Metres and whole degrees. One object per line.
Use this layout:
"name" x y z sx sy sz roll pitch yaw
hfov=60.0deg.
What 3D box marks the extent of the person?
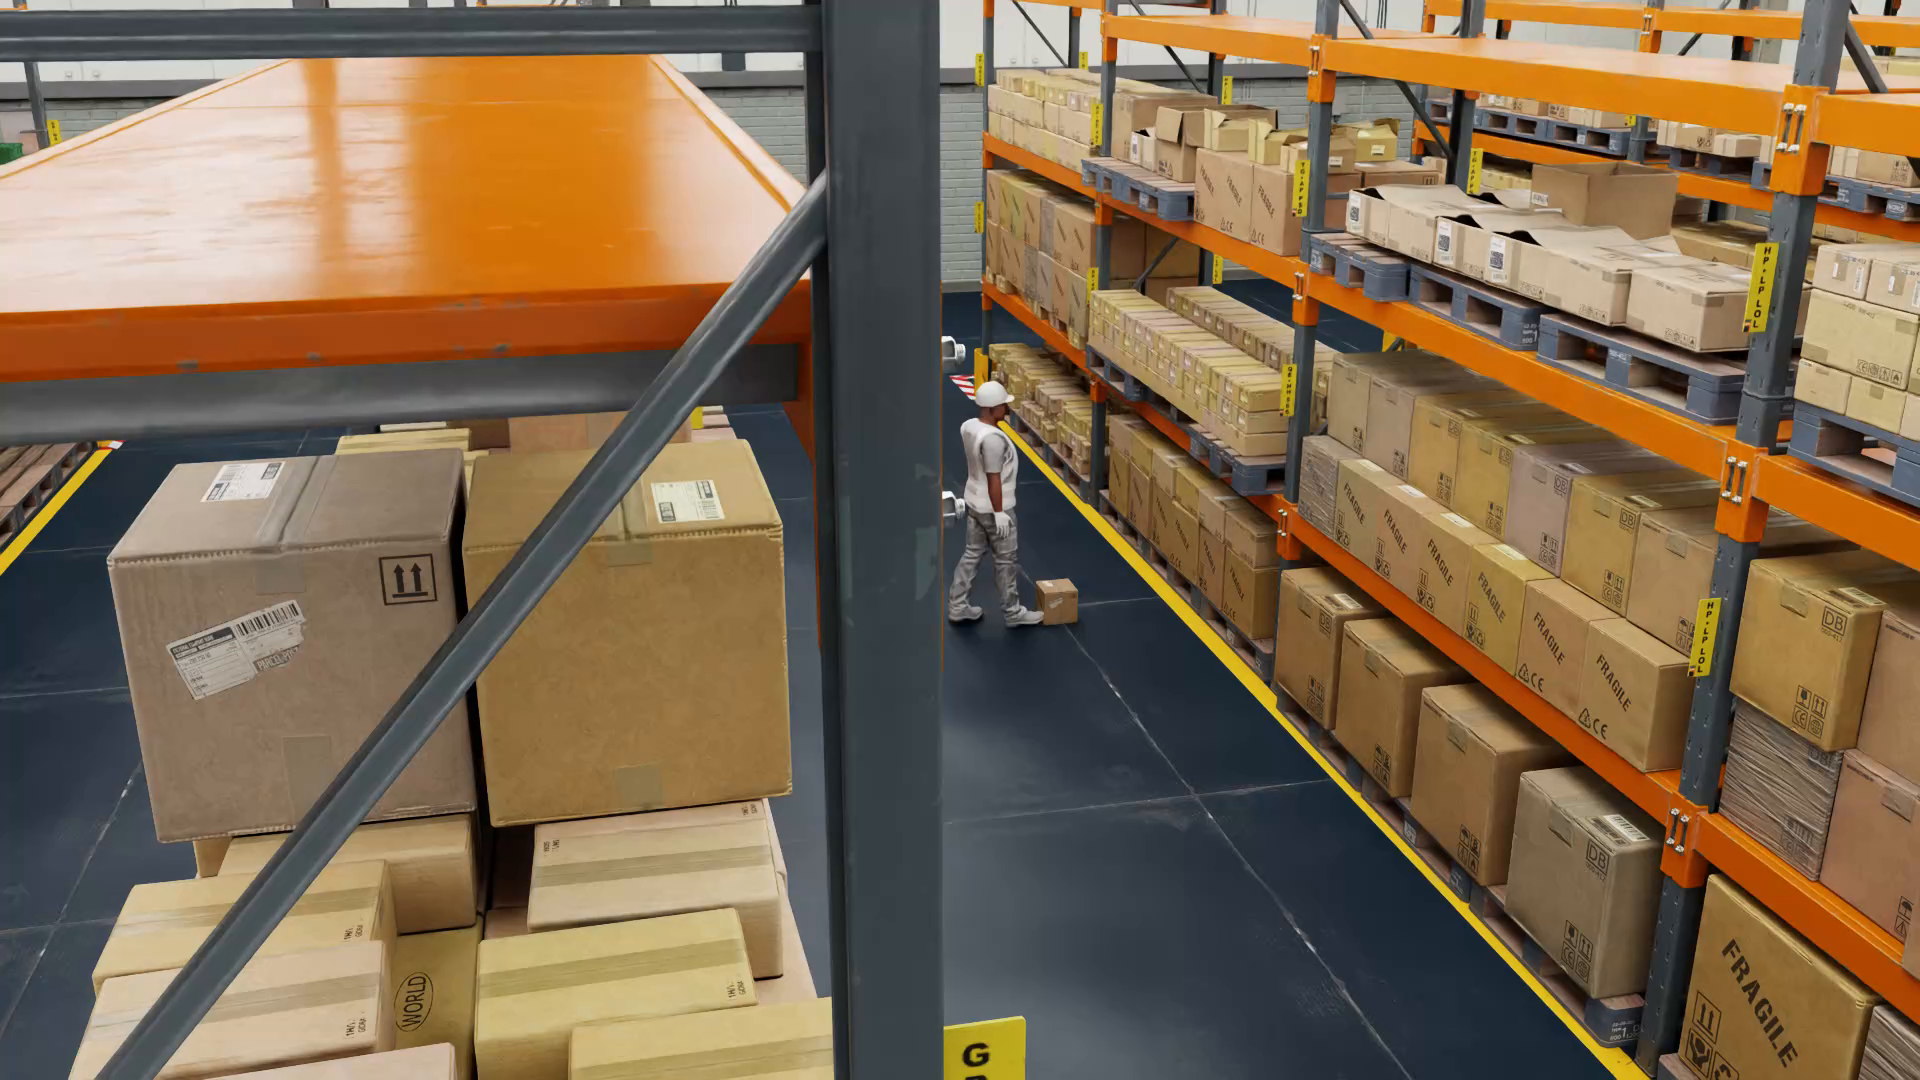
"person" 0.261 -0.249 11.717 0.675 1.787 0.569 -7 21 -18
